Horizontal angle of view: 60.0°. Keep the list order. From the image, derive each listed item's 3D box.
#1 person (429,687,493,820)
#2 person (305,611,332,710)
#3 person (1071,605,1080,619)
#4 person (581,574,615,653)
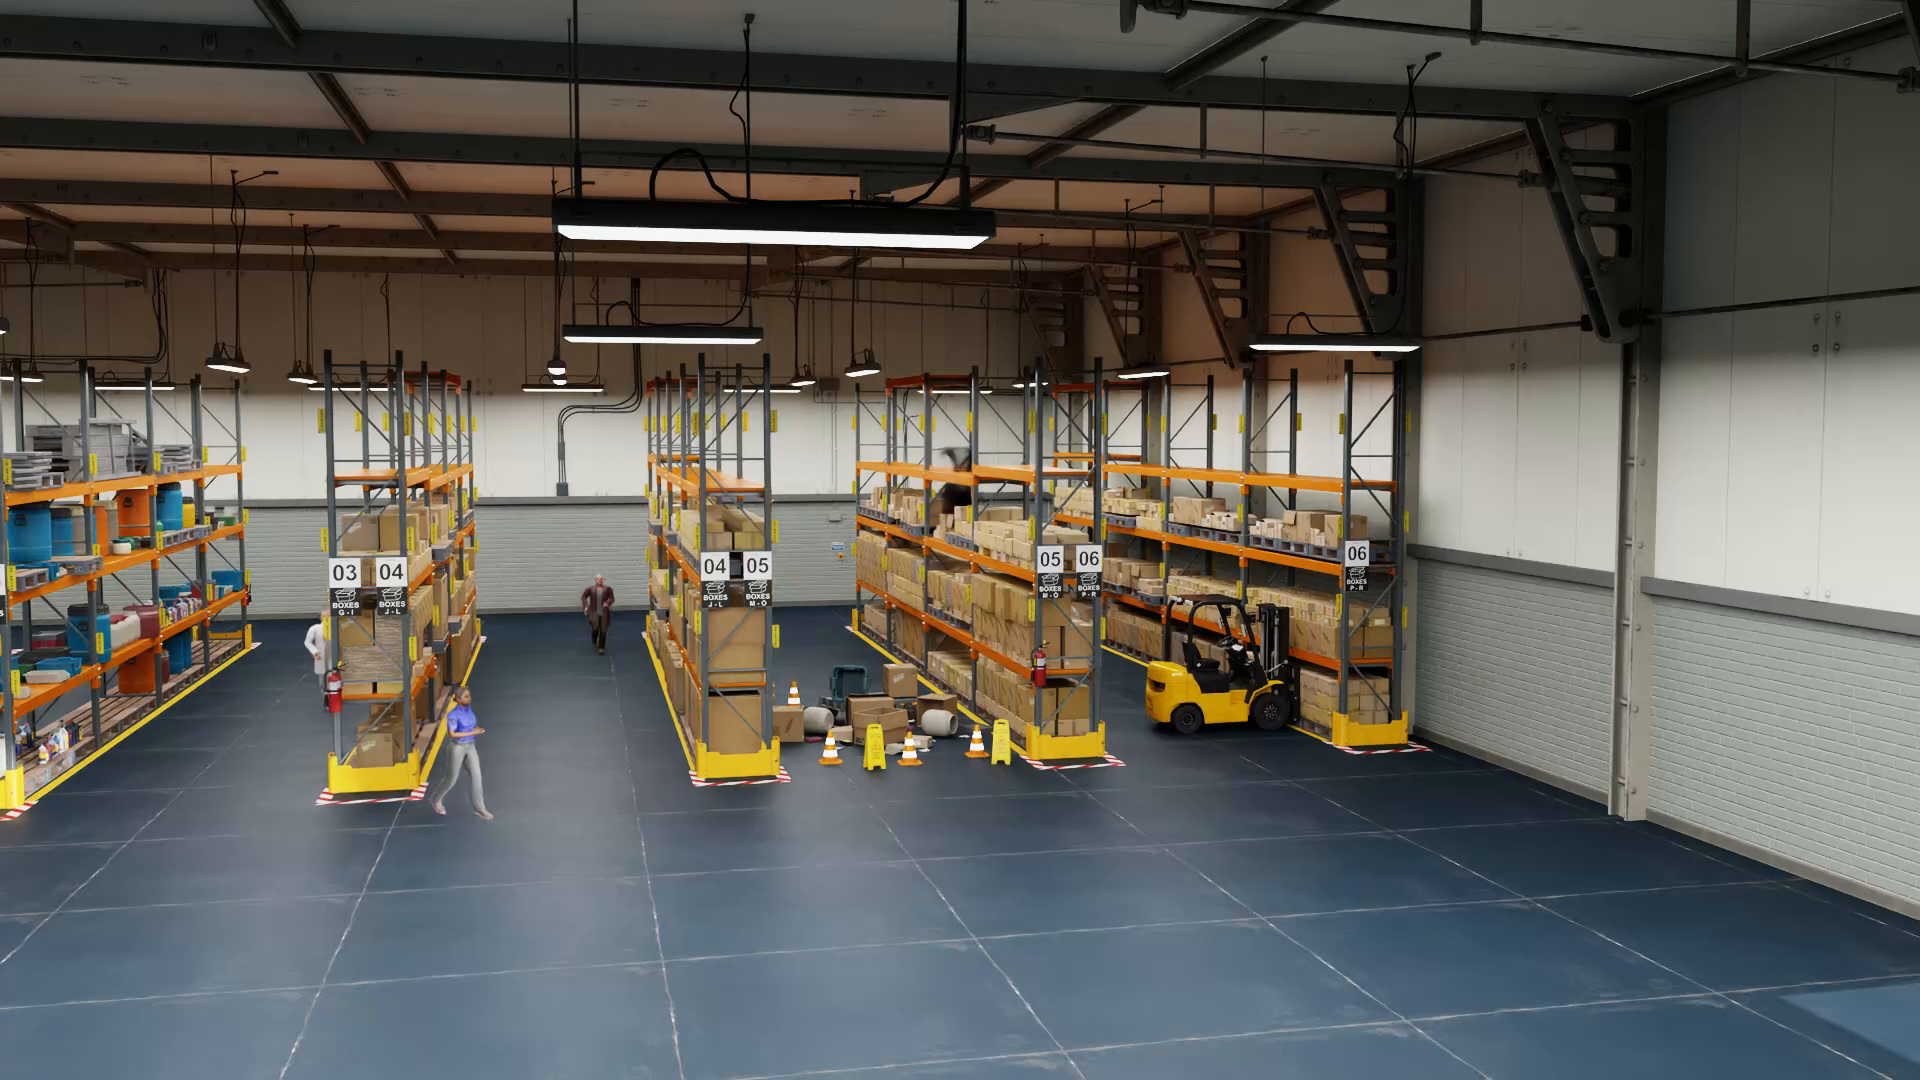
[{"bbox_3d":[-6.328,2.683,21.016,0.925,1.659,0.559,2,4,26],"label":"person"},{"bbox_3d":[-11.199,2.097,29.407,0.708,1.732,0.852,-1,4,-19],"label":"person"},{"bbox_3d":[2.107,1.848,33.835,0.546,1.562,0.604,-2,4,-21],"label":"person"},{"bbox_3d":[-7.839,1.611,36.090,0.707,1.738,0.664,-1,4,-15],"label":"person"}]
